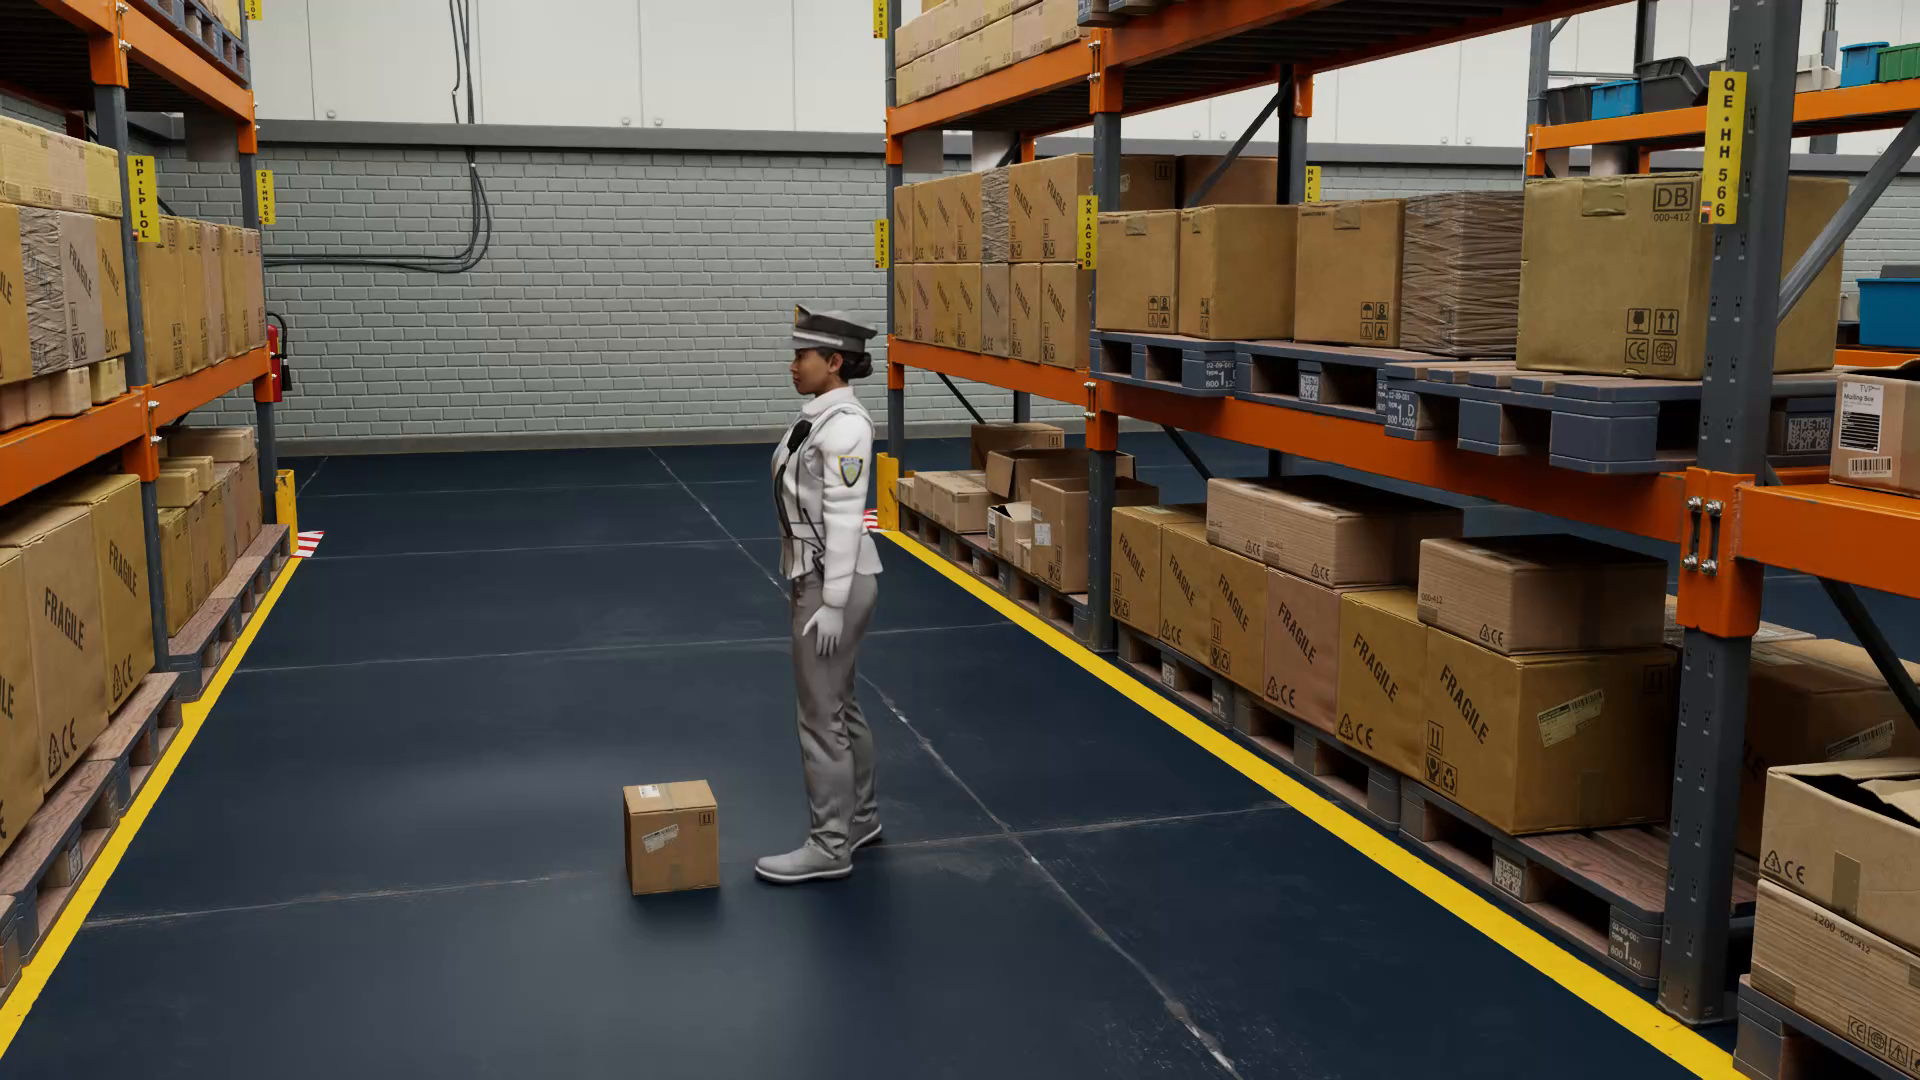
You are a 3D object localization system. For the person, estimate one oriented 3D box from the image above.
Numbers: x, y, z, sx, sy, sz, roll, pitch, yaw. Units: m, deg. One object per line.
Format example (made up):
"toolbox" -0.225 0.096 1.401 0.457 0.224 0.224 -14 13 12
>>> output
"person" -0.413 0.161 4.895 0.431 1.699 0.488 -2 10 -14
